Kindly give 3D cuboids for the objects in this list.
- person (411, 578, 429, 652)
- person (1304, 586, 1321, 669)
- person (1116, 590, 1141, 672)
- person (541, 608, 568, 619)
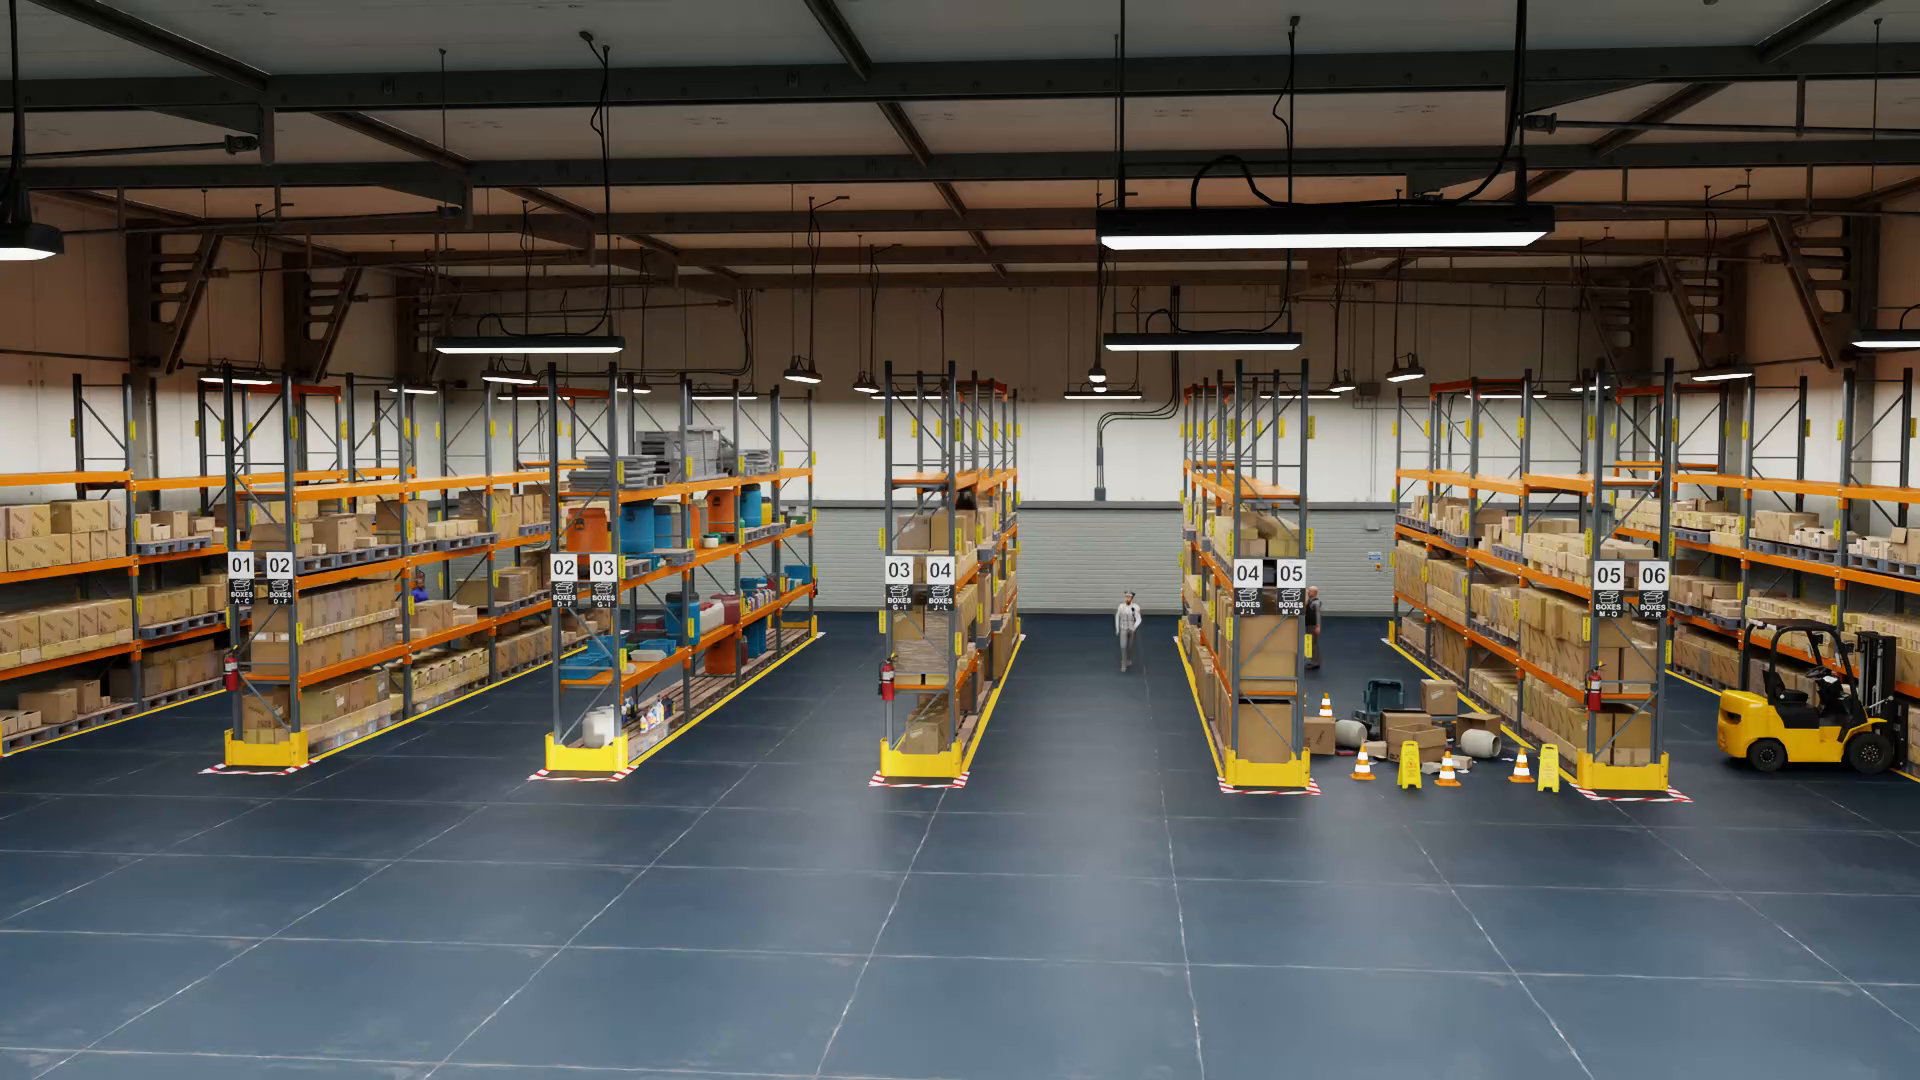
[{"bbox_3d":[-12.205,1.696,37.767,0.421,1.663,0.481,1,4,12],"label":"person"},{"bbox_3d":[7.408,1.837,35.029,0.379,1.726,0.580,1,4,9],"label":"person"},{"bbox_3d":[3.533,1.901,34.902,0.539,1.698,0.897,0,4,6],"label":"person"},{"bbox_3d":[-10.560,1.259,43.521,0.962,1.730,0.601,3,5,39],"label":"person"}]
